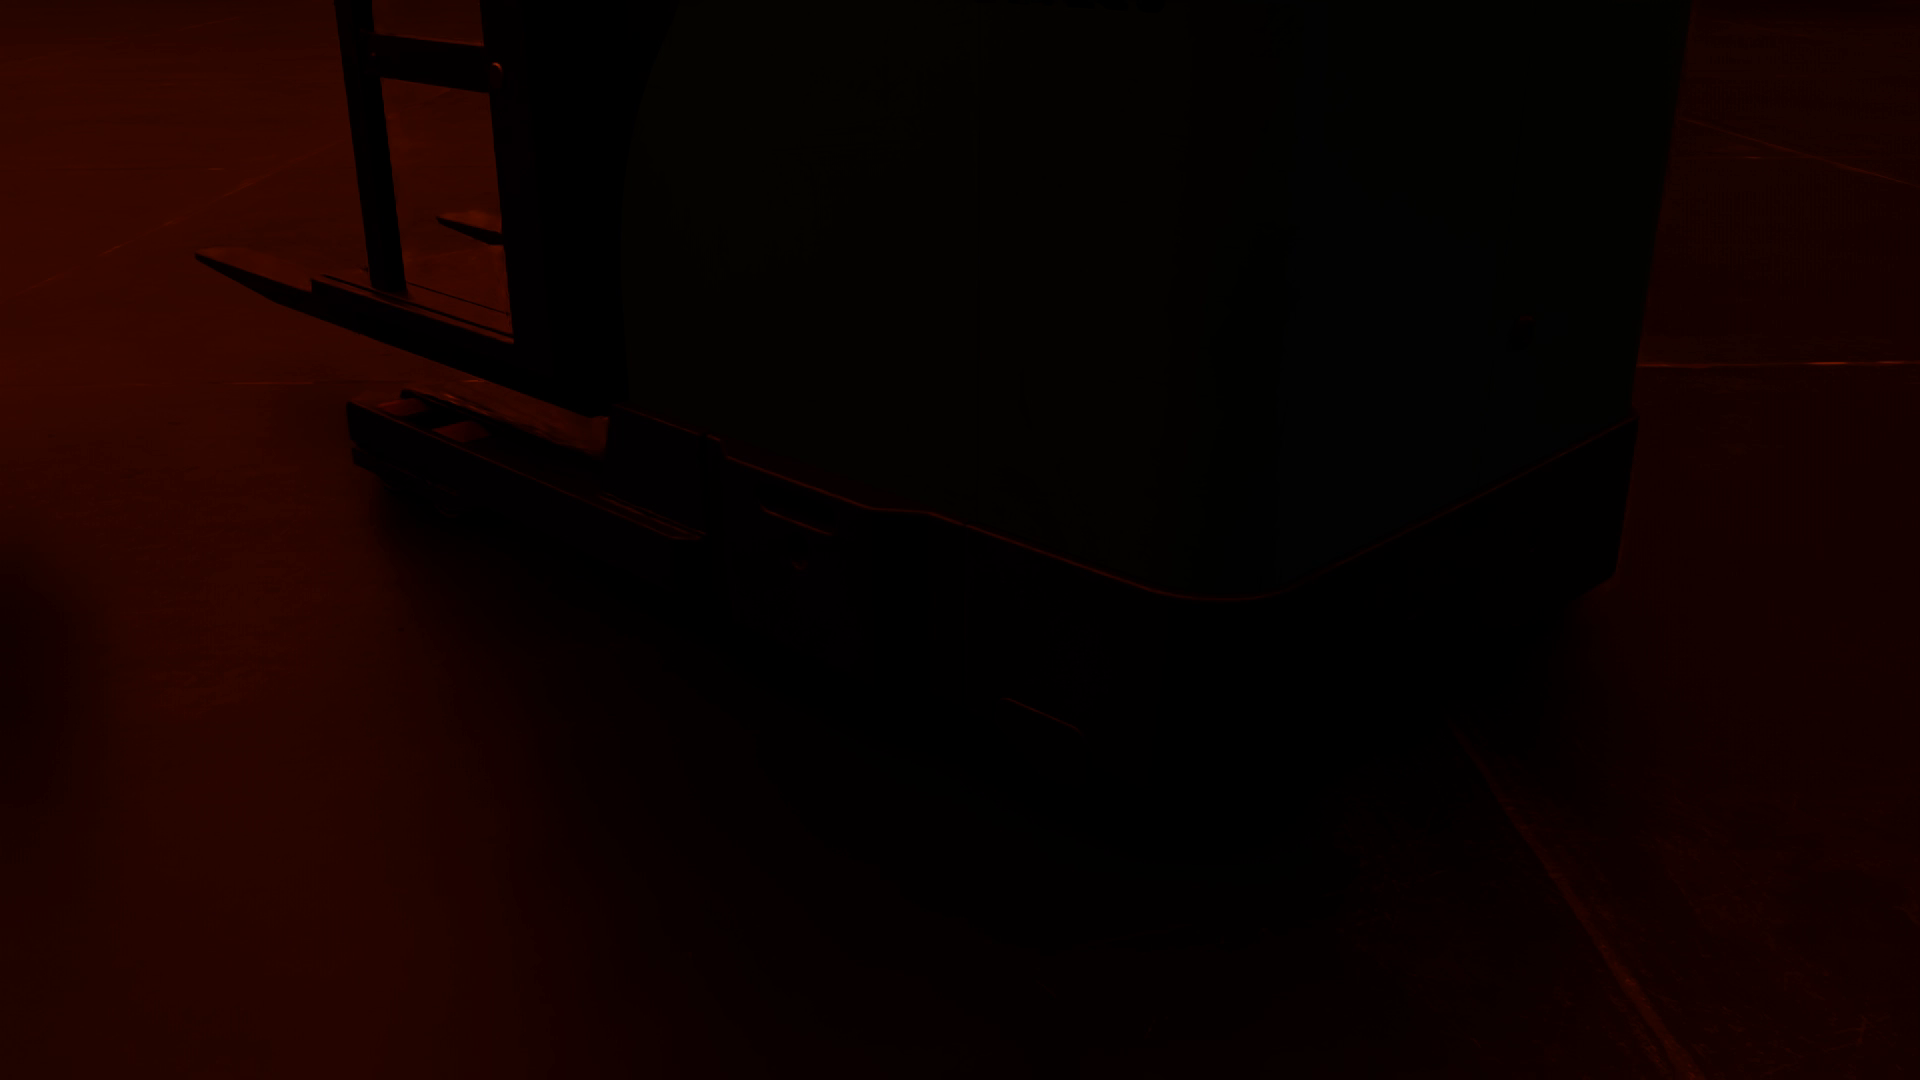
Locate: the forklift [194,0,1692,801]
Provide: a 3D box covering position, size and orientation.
[{"bbox_3d":[-0.440,-1.519,2.595,3.031,2.935,1.130,20,29,41],"label":"forklift"}]
